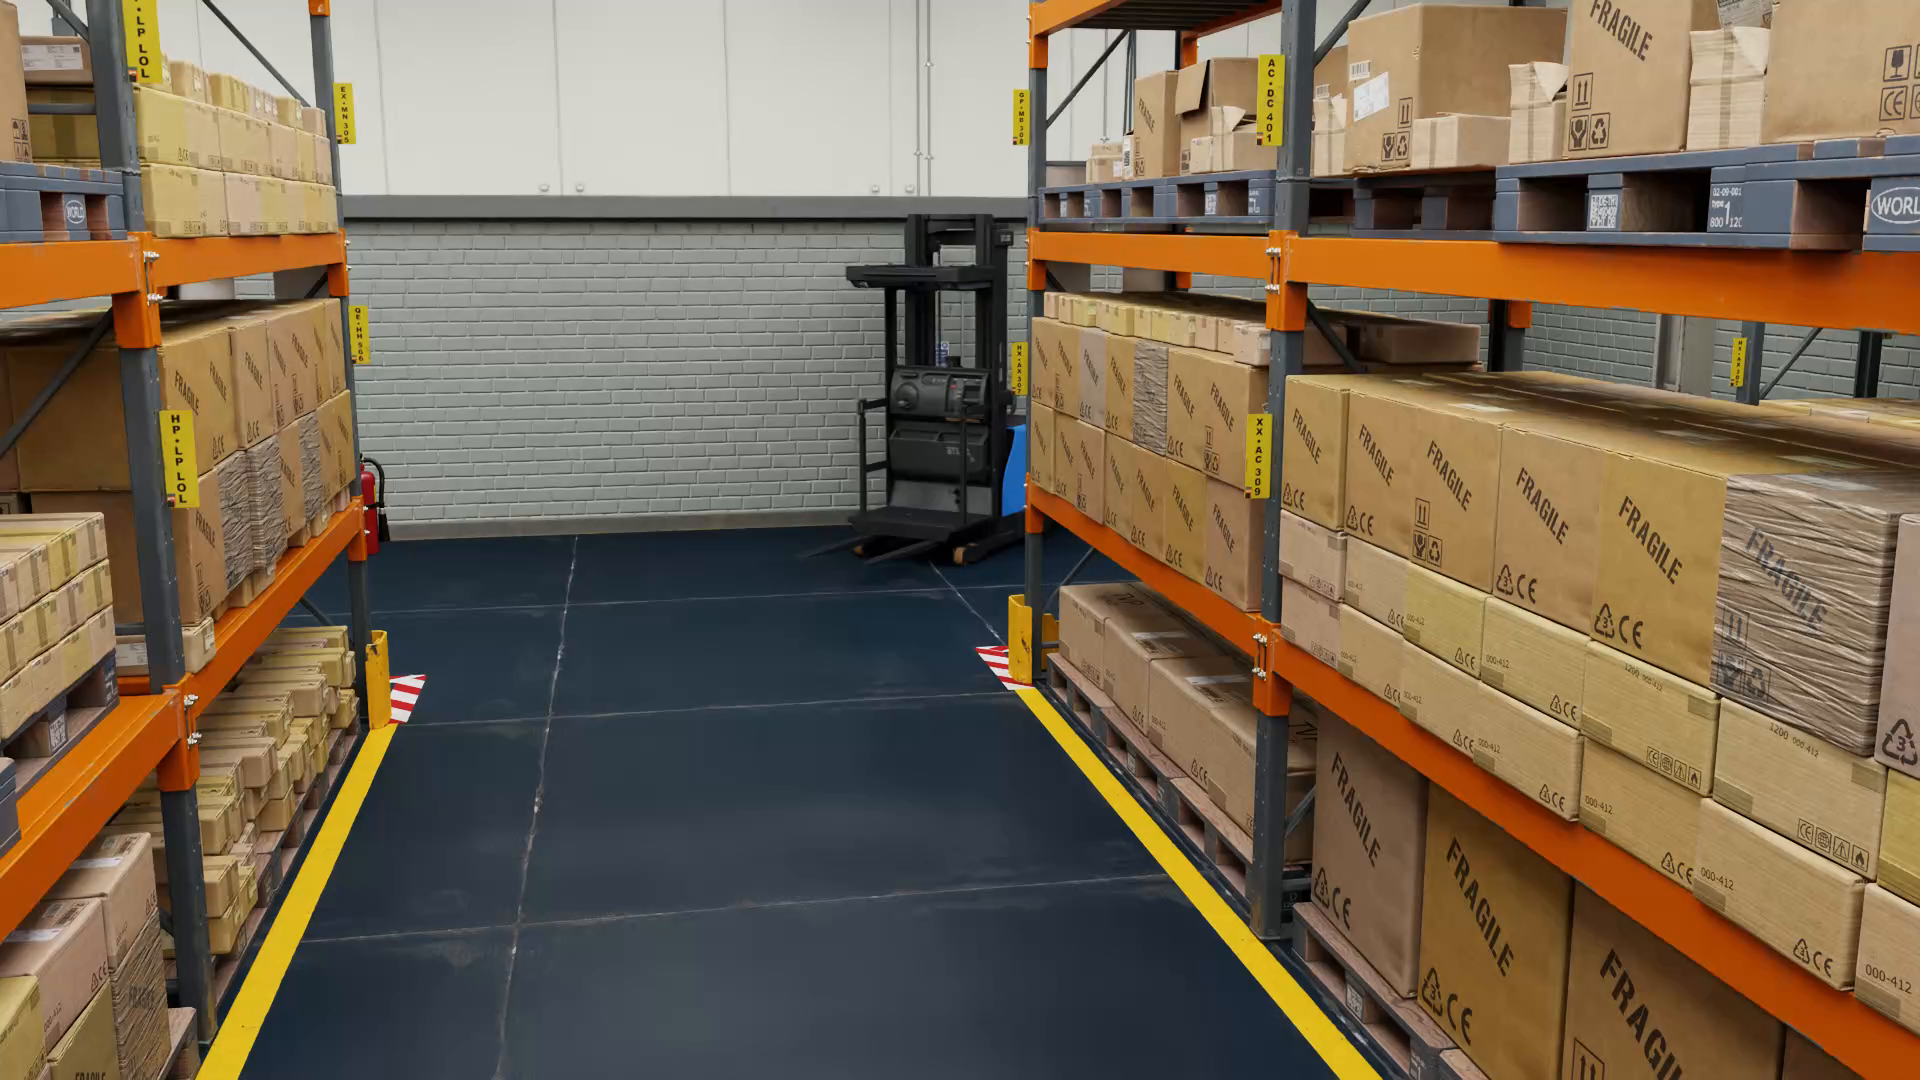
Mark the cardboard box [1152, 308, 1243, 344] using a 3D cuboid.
[{"bbox_3d":[1.132,-1.018,7.902,0.380,0.149,0.250,-2,11,-12],"label":"cardboard box"}]

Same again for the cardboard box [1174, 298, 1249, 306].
[{"bbox_3d":[1.375,-1.224,8.981,0.380,0.149,0.250,-2,11,-12],"label":"cardboard box"}]

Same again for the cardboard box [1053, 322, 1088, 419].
[{"bbox_3d":[0.834,-0.959,9.324,0.500,0.500,0.500,-2,11,-13],"label":"cardboard box"}]

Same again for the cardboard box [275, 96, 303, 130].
[{"bbox_3d":[-3.410,-2.064,8.045,0.380,0.149,0.250,-2,11,-10],"label":"cardboard box"}]

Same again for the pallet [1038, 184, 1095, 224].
[{"bbox_3d":[1.067,-1.906,9.455,1.003,0.211,1.213,-2,11,-11],"label":"pallet"}]

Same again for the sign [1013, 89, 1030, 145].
[{"bbox_3d":[0.367,-2.534,9.970,0.100,0.325,0.005,-2,11,-11],"label":"sign"}]

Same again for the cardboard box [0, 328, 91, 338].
[{"bbox_3d":[-3.607,-0.537,6.311,0.500,0.500,0.500,-2,11,-13],"label":"cardboard box"}]

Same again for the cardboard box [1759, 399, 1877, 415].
[{"bbox_3d":[5.605,-0.772,10.890,0.500,0.250,0.500,-2,11,-11],"label":"cardboard box"}]

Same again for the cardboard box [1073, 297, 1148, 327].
[{"bbox_3d":[0.838,-1.250,9.120,0.380,0.149,0.250,-2,11,-13],"label":"cardboard box"}]

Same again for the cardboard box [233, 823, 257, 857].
[{"bbox_3d":[-3.150,1.299,6.903,0.380,0.149,0.250,-2,11,-12],"label":"cardboard box"}]

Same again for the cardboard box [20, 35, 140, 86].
[{"bbox_3d":[-2.964,-1.583,5.519,0.380,0.149,0.250,-2,11,-12],"label":"cardboard box"}]

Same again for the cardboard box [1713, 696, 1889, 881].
[{"bbox_3d":[2.022,0.510,3.610,0.500,0.250,0.500,-2,11,-12],"label":"cardboard box"}]

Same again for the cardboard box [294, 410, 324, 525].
[{"bbox_3d":[-3.380,-0.348,7.992,0.500,0.500,0.500,-2,11,-11],"label":"cardboard box"}]

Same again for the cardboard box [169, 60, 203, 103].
[{"bbox_3d":[-3.094,-1.727,6.278,0.380,0.149,0.250,-2,11,-13],"label":"cardboard box"}]

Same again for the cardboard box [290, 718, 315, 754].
[{"bbox_3d":[-3.293,0.959,7.895,0.380,0.149,0.250,-2,11,-8],"label":"cardboard box"}]

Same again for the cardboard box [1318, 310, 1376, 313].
[{"bbox_3d":[1.716,-0.994,7.771,0.380,0.149,0.250,-2,11,-13],"label":"cardboard box"}]

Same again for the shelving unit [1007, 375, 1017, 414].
[{"bbox_3d":[0.867,-0.856,15.774,1.048,1.500,0.538,8,6,21],"label":"shelving unit"}]

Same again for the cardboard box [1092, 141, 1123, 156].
[{"bbox_3d":[1.089,-2.188,9.709,0.500,0.250,0.500,-3,11,-16],"label":"cardboard box"}]

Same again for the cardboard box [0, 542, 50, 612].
[{"bbox_3d":[-2.774,0.109,4.614,0.380,0.149,0.250,-2,11,-13],"label":"cardboard box"}]

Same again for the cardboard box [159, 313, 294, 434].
[{"bbox_3d":[-3.275,-0.740,7.376,0.500,0.500,0.500,-3,11,-13],"label":"cardboard box"}]

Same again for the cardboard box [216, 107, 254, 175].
[{"bbox_3d":[-3.180,-1.606,6.708,0.500,0.250,0.500,-2,11,-10],"label":"cardboard box"}]

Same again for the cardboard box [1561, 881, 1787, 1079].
[{"bbox_3d":[2.247,1.400,4.433,0.875,0.875,0.875,-2,11,-10],"label":"cardboard box"}]

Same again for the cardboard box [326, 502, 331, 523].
[{"bbox_3d":[-3.507,-0.148,8.675,0.380,0.149,0.250,-2,11,-12],"label":"cardboard box"}]

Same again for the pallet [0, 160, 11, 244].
[{"bbox_3d":[-2.925,-0.753,3.666,1.213,0.211,1.003,-2,11,-11],"label":"pallet"}]

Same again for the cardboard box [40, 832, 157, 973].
[{"bbox_3d":[-2.752,1.101,4.998,0.500,0.250,0.500,-2,11,-13],"label":"cardboard box"}]

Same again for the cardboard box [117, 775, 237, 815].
[{"bbox_3d":[-3.102,1.055,6.597,0.380,0.149,0.250,-2,11,-12],"label":"cardboard box"}]

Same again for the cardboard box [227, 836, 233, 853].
[{"bbox_3d":[-3.122,1.204,6.607,0.380,0.149,0.250,-2,11,-11],"label":"cardboard box"}]

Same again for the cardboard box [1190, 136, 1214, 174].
[{"bbox_3d":[1.201,-1.637,7.089,0.380,0.149,0.250,-2,11,-10],"label":"cardboard box"}]

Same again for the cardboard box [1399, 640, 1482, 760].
[{"bbox_3d":[1.704,0.476,5.130,0.500,0.250,0.500,-2,11,-11],"label":"cardboard box"}]

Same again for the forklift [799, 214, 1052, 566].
[{"bbox_3d":[-0.283,-1.312,14.305,1.130,2.935,3.031,6,12,28],"label":"forklift"}]

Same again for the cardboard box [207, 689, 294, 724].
[{"bbox_3d":[-3.366,0.817,7.844,0.380,0.149,0.250,-3,11,-13],"label":"cardboard box"}]

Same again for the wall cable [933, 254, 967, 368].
[{"bbox_3d":[-0.207,-2.159,15.771,0.585,1.953,0.123,-2,11,-11],"label":"wall cable"}]

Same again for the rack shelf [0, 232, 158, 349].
[{"bbox_3d":[-2.756,-0.433,3.402,1.077,0.370,4.000,-2,11,-11],"label":"rack shelf"}]

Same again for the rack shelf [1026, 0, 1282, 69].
[{"bbox_3d":[1.302,-2.642,8.057,1.077,0.370,4.000,-2,11,-11],"label":"rack shelf"}]

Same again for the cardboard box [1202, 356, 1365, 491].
[{"bbox_3d":[1.328,-0.495,6.885,0.500,0.500,0.500,-2,11,-11],"label":"cardboard box"}]

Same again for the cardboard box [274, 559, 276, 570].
[{"bbox_3d":[-3.281,0.093,7.411,0.380,0.149,0.250,-2,11,-9],"label":"cardboard box"}]

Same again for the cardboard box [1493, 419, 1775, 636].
[{"bbox_3d":[1.822,-0.048,4.539,0.500,0.500,0.500,-2,11,-12],"label":"cardboard box"}]

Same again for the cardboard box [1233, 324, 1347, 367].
[{"bbox_3d":[1.319,-0.782,6.658,0.380,0.149,0.250,-2,11,-12],"label":"cardboard box"}]

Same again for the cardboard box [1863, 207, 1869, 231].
[{"bbox_3d":[5.672,-1.932,10.026,0.380,0.149,0.250,-2,11,-10],"label":"cardboard box"}]

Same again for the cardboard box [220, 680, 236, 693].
[{"bbox_3d":[-3.941,0.834,8.549,0.380,0.149,0.250,-2,11,-10],"label":"cardboard box"}]

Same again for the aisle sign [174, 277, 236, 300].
[{"bbox_3d":[-4.231,-1.693,9.167,0.394,0.787,0.004,-2,11,-11],"label":"aisle sign"}]

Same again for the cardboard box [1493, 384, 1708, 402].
[{"bbox_3d":[2.132,-0.251,5.603,0.500,0.500,0.500,-2,11,-10],"label":"cardboard box"}]

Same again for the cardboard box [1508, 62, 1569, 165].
[{"bbox_3d":[1.703,-1.144,4.451,0.396,0.266,0.258,-1,11,-6],"label":"cardboard box"}]

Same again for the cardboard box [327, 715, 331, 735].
[{"bbox_3d":[-3.500,0.965,8.658,0.380,0.149,0.250,-2,11,-11],"label":"cardboard box"}]

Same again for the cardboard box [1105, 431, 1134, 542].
[{"bbox_3d":[1.045,-0.285,8.458,0.500,0.500,0.500,-2,11,-9],"label":"cardboard box"}]

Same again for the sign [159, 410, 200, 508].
[{"bbox_3d":[-2.601,-0.269,5.544,0.100,0.325,0.005,-2,11,-11],"label":"sign"}]

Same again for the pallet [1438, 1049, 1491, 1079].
[{"bbox_3d":[2.156,1.855,4.940,1.003,0.211,1.213,-2,11,-11],"label":"pallet"}]

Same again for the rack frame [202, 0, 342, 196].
[{"bbox_3d":[-3.923,-3.360,8.836,1.000,3.000,0.127,-2,11,-11],"label":"rack frame"}]

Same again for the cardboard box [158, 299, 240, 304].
[{"bbox_3d":[-4.096,-1.007,8.783,0.500,0.500,0.500,-2,11,-11],"label":"cardboard box"}]

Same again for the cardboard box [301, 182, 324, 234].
[{"bbox_3d":[-3.469,-1.646,8.253,0.500,0.250,0.500,-2,11,-11],"label":"cardboard box"}]

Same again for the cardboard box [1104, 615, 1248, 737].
[{"bbox_3d":[1.326,0.726,9.144,0.875,0.438,0.875,-2,11,-9],"label":"cardboard box"}]

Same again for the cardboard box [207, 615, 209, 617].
[{"bbox_3d":[-3.002,0.336,6.137,0.380,0.149,0.250,-2,11,-9],"label":"cardboard box"}]

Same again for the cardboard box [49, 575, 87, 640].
[{"bbox_3d":[-2.821,0.206,4.900,0.380,0.149,0.250,-2,11,-11],"label":"cardboard box"}]

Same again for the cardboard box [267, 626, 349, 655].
[{"bbox_3d":[-3.571,0.577,9.107,0.380,0.149,0.250,-2,11,-10],"label":"cardboard box"}]

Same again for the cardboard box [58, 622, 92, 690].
[{"bbox_3d":[-2.822,0.351,4.932,0.380,0.149,0.250,-2,11,-11],"label":"cardboard box"}]

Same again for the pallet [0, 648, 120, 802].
[{"bbox_3d":[-3.139,0.560,4.796,1.003,0.211,1.213,-2,11,-11],"label":"pallet"}]

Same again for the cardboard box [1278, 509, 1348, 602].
[{"bbox_3d":[1.500,0.041,6.075,0.500,0.250,0.500,-2,11,-13],"label":"cardboard box"}]

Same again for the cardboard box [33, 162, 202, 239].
[{"bbox_3d":[-2.976,-1.174,5.773,0.500,0.250,0.500,-2,11,-8],"label":"cardboard box"}]

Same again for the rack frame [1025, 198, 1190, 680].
[{"bbox_3d":[0.913,-0.611,10.440,1.000,3.000,0.127,-2,11,-11],"label":"rack frame"}]
